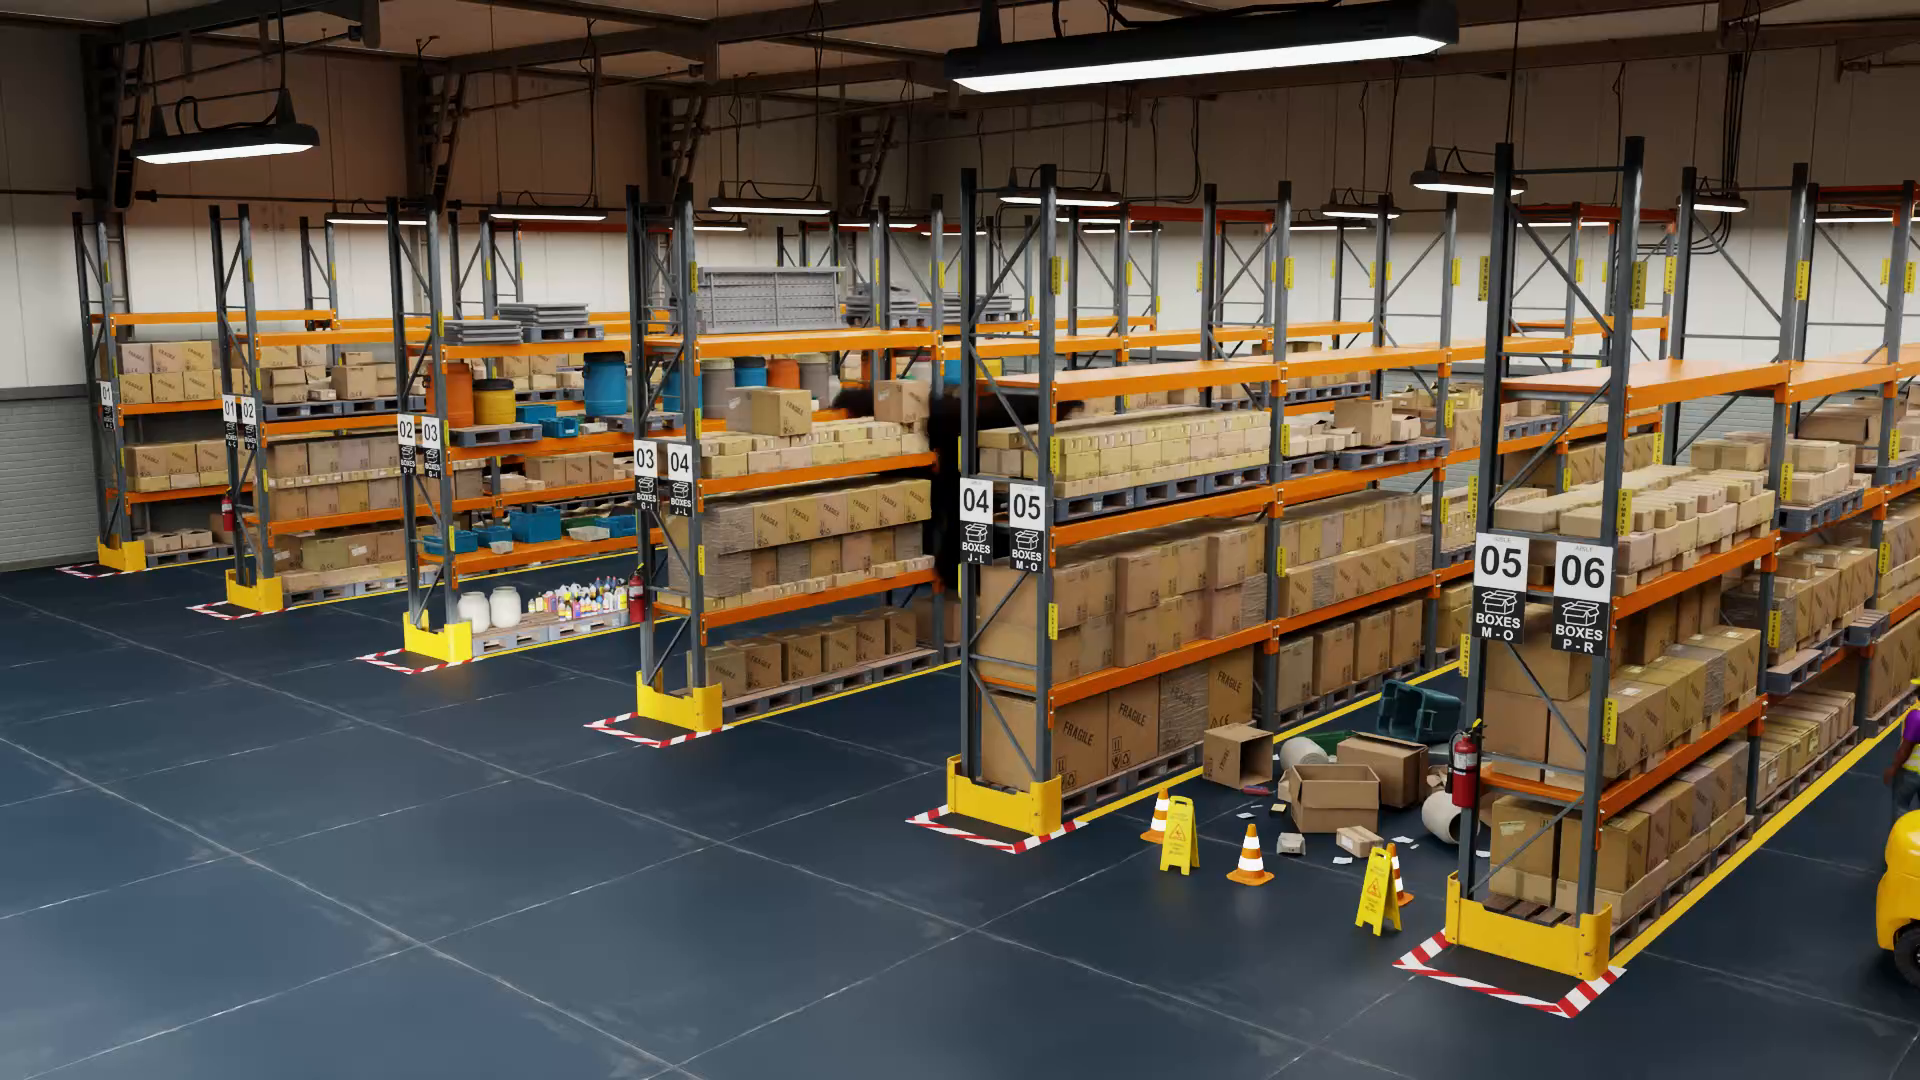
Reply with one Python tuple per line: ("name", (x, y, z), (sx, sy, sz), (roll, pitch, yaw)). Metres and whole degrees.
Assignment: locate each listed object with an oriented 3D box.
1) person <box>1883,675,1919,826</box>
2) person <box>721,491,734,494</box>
("person", (8.298, 1.958, 14.416), (0.614, 1.768, 0.573), (0, 9, -1))
("person", (-3.310, 0.078, 23.623), (0.552, 1.739, 1.029), (5, 11, 27))
